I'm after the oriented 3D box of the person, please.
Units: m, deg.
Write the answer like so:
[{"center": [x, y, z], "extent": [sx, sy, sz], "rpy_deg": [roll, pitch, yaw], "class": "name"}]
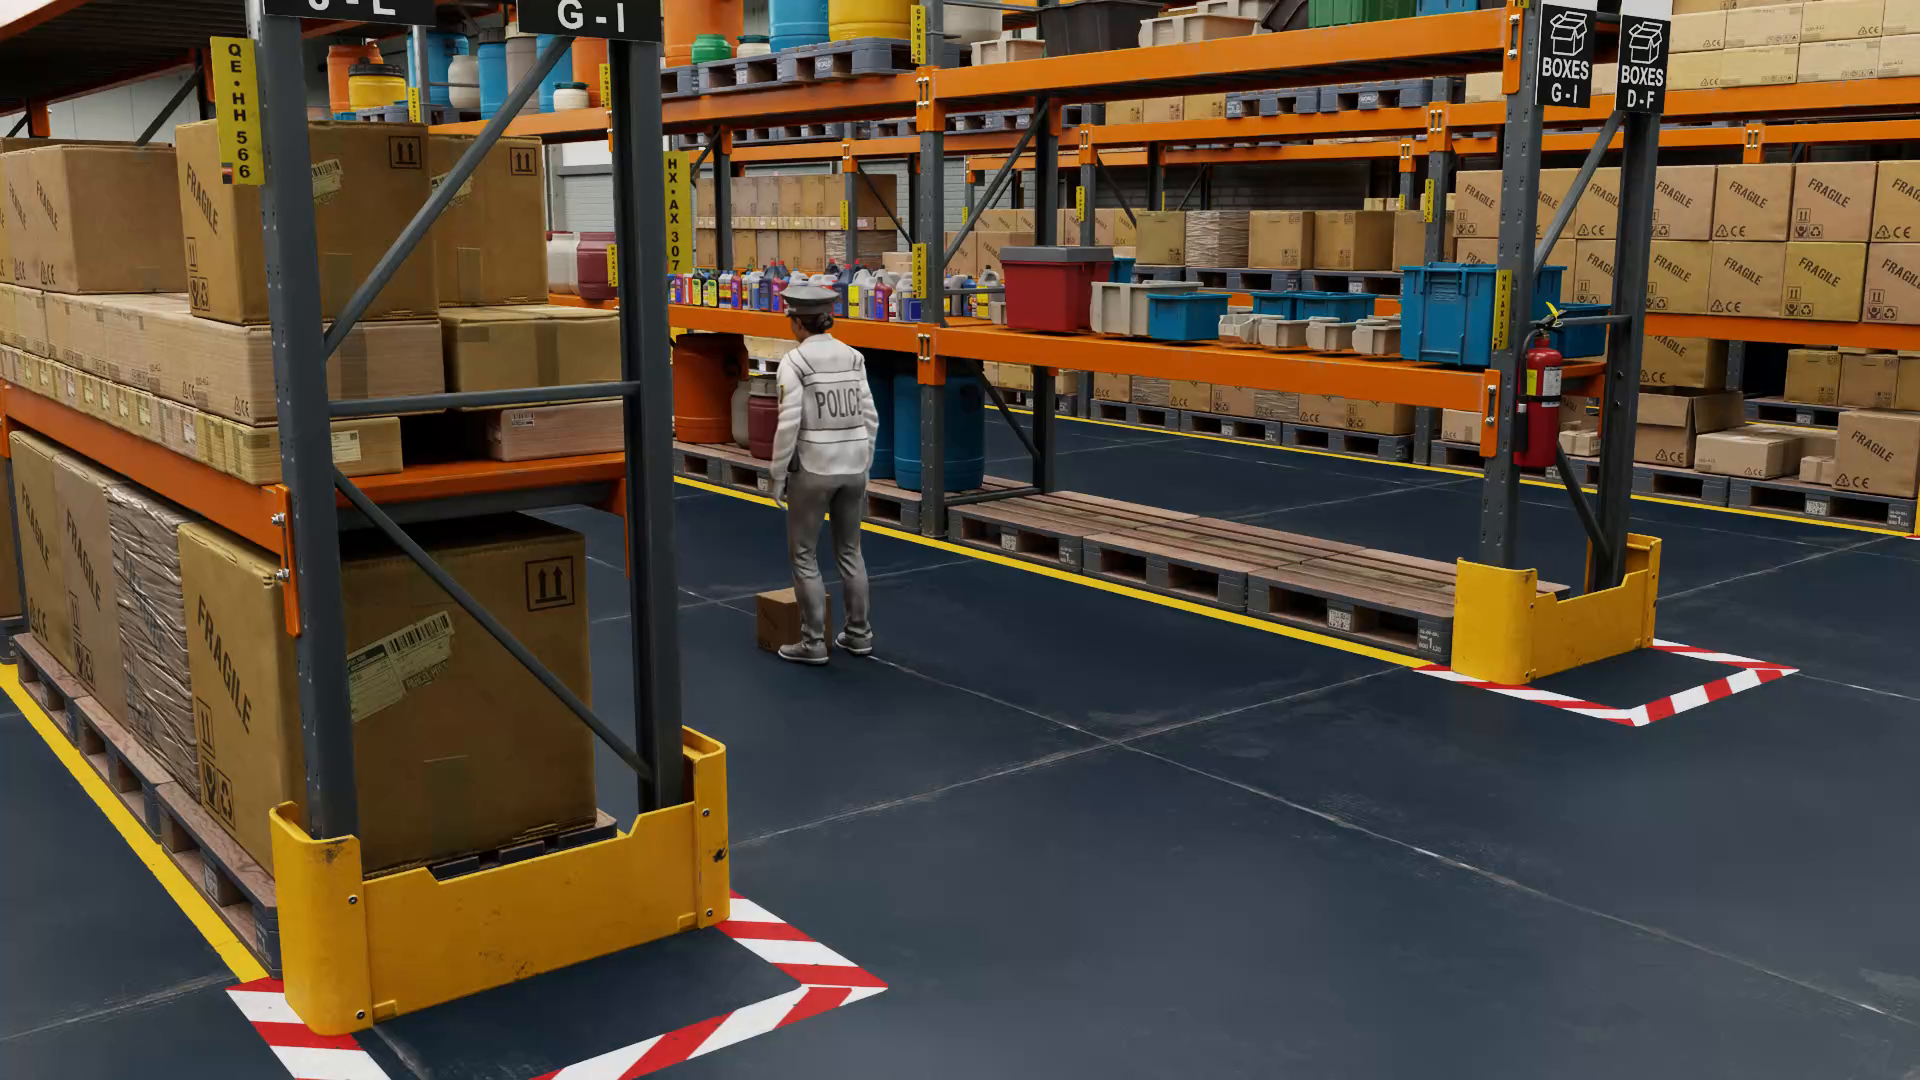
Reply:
[{"center": [-0.606, -0.280, 7.383], "extent": [0.527, 1.654, 0.376], "rpy_deg": [-9, 14, -38], "class": "person"}]
